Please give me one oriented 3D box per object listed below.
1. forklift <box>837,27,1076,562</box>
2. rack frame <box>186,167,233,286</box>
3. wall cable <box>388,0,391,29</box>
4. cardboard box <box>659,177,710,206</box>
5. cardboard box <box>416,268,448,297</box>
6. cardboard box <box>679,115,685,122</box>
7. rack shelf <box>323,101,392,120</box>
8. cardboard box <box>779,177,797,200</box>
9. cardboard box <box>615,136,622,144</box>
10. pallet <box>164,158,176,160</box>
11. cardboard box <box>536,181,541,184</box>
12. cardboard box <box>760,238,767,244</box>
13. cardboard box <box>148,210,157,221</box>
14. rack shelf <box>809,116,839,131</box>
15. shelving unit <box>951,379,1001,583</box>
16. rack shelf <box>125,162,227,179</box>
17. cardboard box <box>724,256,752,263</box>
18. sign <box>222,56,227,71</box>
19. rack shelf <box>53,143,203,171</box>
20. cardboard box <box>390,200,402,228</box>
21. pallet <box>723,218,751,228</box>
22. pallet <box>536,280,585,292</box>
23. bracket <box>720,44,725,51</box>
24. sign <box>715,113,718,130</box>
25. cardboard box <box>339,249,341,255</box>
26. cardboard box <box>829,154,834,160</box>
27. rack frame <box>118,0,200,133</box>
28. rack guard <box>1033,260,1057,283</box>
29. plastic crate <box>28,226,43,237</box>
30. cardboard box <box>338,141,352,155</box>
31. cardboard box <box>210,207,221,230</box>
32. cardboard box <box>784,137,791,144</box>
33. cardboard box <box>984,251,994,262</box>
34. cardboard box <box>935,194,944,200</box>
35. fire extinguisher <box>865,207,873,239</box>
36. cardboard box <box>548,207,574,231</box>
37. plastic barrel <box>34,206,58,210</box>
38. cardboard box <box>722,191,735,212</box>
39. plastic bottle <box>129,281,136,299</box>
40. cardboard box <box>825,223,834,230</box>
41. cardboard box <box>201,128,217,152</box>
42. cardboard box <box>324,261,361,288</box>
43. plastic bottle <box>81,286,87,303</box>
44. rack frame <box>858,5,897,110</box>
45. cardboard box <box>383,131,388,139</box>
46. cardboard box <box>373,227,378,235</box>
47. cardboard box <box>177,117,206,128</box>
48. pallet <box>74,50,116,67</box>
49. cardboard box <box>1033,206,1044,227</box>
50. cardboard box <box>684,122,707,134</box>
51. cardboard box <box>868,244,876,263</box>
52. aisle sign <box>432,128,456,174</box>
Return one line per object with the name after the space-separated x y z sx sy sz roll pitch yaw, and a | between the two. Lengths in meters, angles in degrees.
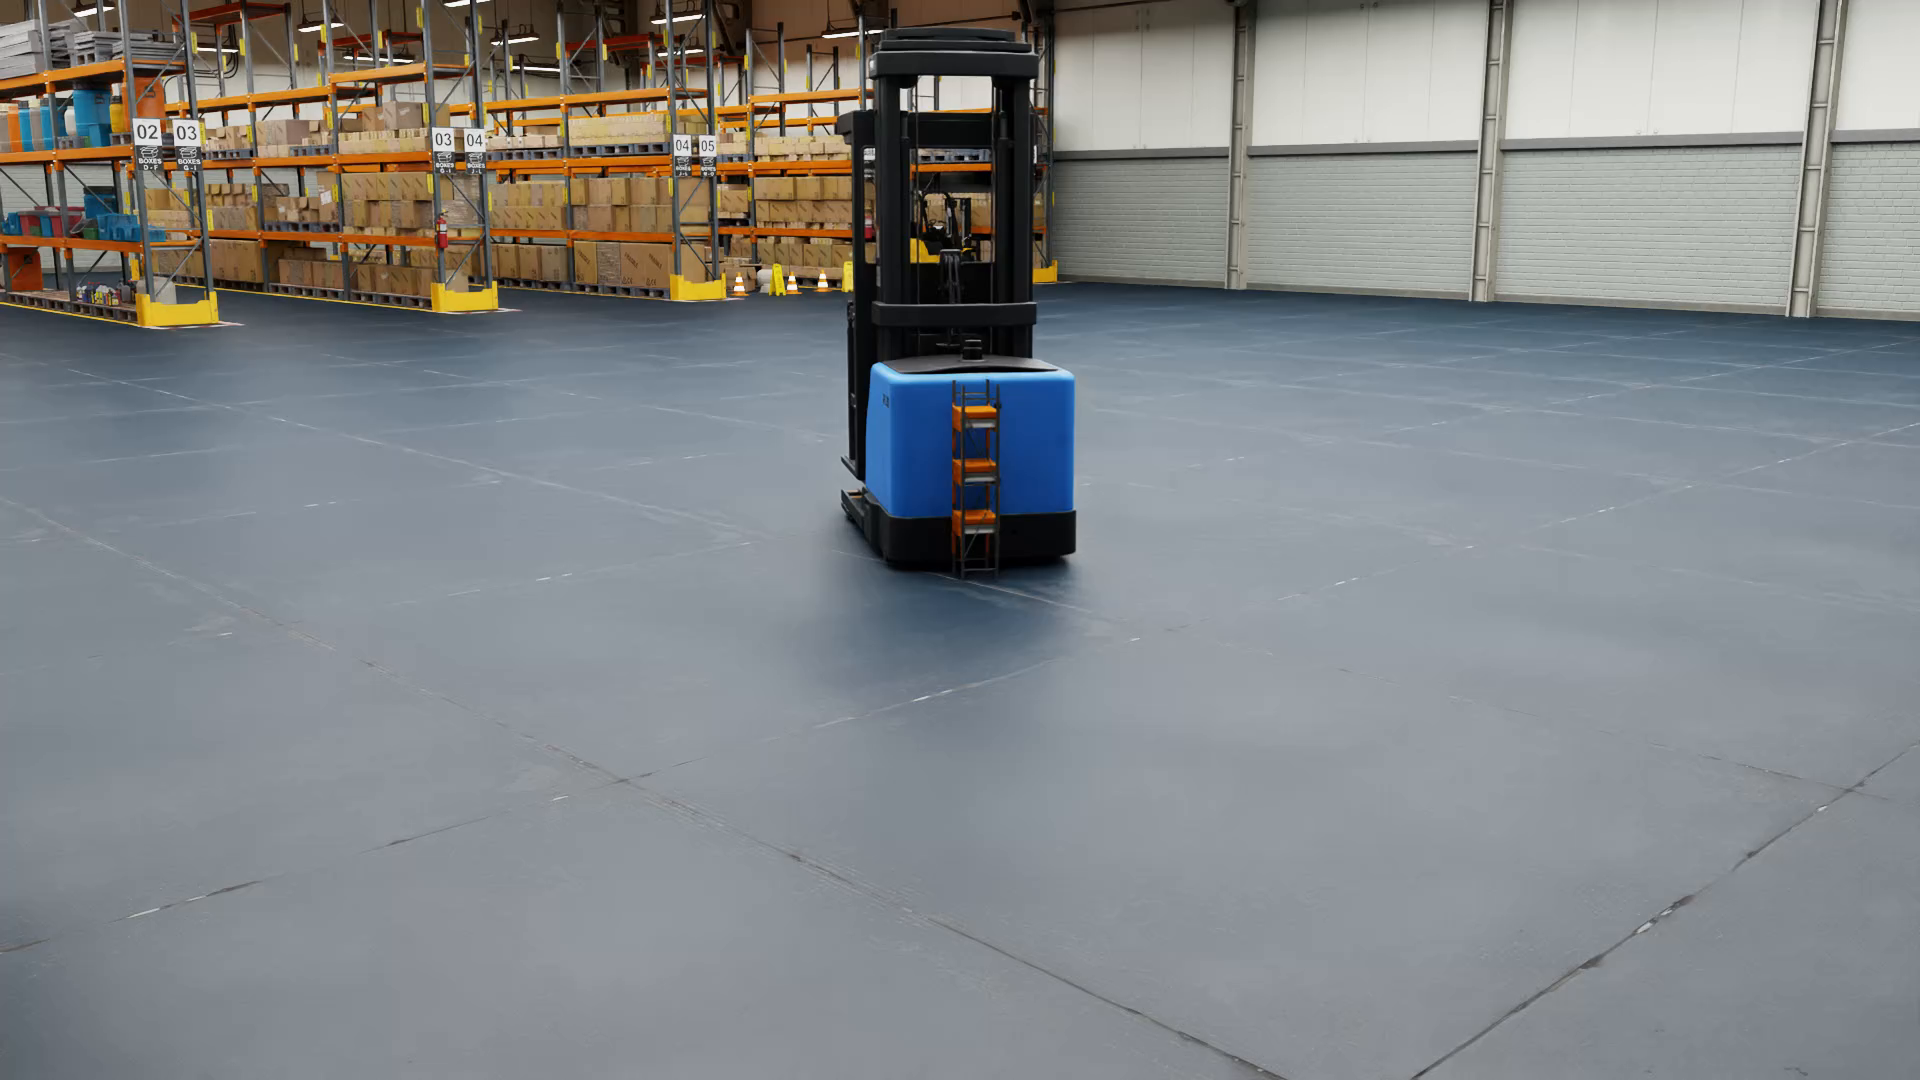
-0.150 -1.564 10.240 1.130 2.935 3.031 -2 12 -11 | forklift
-17.210 -7.387 38.332 1.000 3.000 0.127 -11 16 -43 | rack frame
-18.055 -15.803 49.447 2.355 3.000 0.029 -11 16 -43 | wall cable
-5.494 -6.974 33.279 0.875 0.550 0.550 -11 16 -43 | cardboard box
-9.780 -4.793 30.895 0.500 0.500 0.500 -6 13 -28 | cardboard box
-5.439 -8.433 33.334 0.380 0.149 0.250 -11 16 -42 | cardboard box
-14.934 -10.939 42.499 1.077 0.370 4.000 -11 16 -43 | rack shelf
-3.707 -8.036 38.018 0.700 0.500 0.500 -11 16 -44 | cardboard box
-6.794 -8.137 33.872 0.380 0.149 0.250 -11 16 -42 | cardboard box
-17.768 -8.933 38.625 1.003 0.211 1.213 -11 16 -43 | pallet
-11.503 -9.854 45.973 0.380 0.149 0.250 -11 16 -43 | cardboard box
-5.453 -8.488 47.222 0.380 0.149 0.250 -10 15 -41 | cardboard box
-19.128 -7.786 39.906 0.500 0.250 0.500 11 16 43 | cardboard box
-2.312 -10.974 43.652 1.077 0.370 4.000 -11 16 -43 | rack shelf
0.082 -0.313 8.824 0.215 1.050 0.252 -2 12 -12 | shelving unit
-18.591 -8.795 39.518 1.077 0.370 4.000 -11 16 -43 | rack shelf
-5.381 -6.700 40.467 0.950 0.372 0.625 -10 15 -39 | cardboard box
-16.826 -10.899 38.000 0.100 0.325 0.005 -11 16 -43 | sign
-13.887 -6.354 27.668 1.077 0.370 4.000 -11 16 -43 | rack shelf
-10.029 -6.049 30.856 0.875 0.500 0.500 -11 16 -43 | cardboard box
-4.941 -7.638 40.027 1.003 0.211 1.213 -11 16 -43 | pallet
-8.616 -5.632 36.725 1.003 0.211 1.213 -11 16 -43 | pallet
-6.828 -14.400 48.583 0.235 0.232 0.430 -11 16 -43 | bracket
-4.861 -8.324 33.087 0.100 0.325 0.005 -11 16 -43 | sign
-16.199 -7.624 44.033 0.250 0.149 0.380 11 16 43 | cardboard box
-2.686 -8.497 36.910 0.380 0.149 0.250 -11 16 -42 | cardboard box
-12.506 -7.884 25.876 1.000 3.000 0.127 -11 16 -43 | rack frame
1.848 -6.481 40.129 1.175 0.500 0.348 -11 16 -43 | rack guard
-16.675 -5.640 30.379 0.450 0.188 0.662 -11 16 -43 | plastic crate
-11.560 -7.514 31.885 0.500 0.250 0.500 11 16 43 | cardboard box
-16.380 -7.187 37.116 0.500 0.500 0.500 11 16 44 | cardboard box
-3.790 -9.101 37.863 0.250 0.149 0.380 11 16 43 | cardboard box
0.931 -6.915 40.575 0.500 0.250 0.500 -11 16 -43 | cardboard box
-0.393 -8.604 41.645 0.380 0.149 0.250 -10 16 -41 | cardboard box
-2.010 -6.898 36.149 0.296 0.674 0.183 -11 16 -43 | fire extinguisher
-8.582 -6.984 36.127 0.500 0.500 0.500 -11 16 -43 | cardboard box
-17.491 -6.154 32.011 0.600 0.536 0.708 -11 16 -43 | plastic barrel
-5.347 -8.108 39.808 0.500 0.500 0.500 -11 16 -42 | cardboard box
-14.482 -4.365 29.140 0.185 0.351 0.144 11 16 42 | plastic bottle
-2.785 -7.013 37.142 0.380 0.149 0.250 -11 16 -42 | cardboard box
-16.803 -9.027 37.573 0.700 0.500 0.500 -10 16 -41 | cardboard box
-12.410 -5.375 33.673 0.700 0.500 0.500 -11 16 -43 | cardboard box
-15.122 -4.260 28.812 0.152 0.276 0.135 -10 15 -41 | plastic bottle
-1.756 -9.955 35.929 1.000 3.000 0.127 -11 16 -43 | rack frame
-10.390 -7.461 30.641 0.250 0.149 0.380 11 16 42 | cardboard box
-10.874 -5.844 31.466 0.380 0.149 0.250 -11 16 -43 | cardboard box
-17.855 -9.665 38.561 0.500 0.250 0.500 10 16 41 | cardboard box
-13.832 -7.884 27.339 1.003 0.211 1.213 -11 16 -43 | pallet
1.690 -7.869 40.423 0.500 0.500 0.500 -10 15 -41 | cardboard box
-5.414 -8.214 33.260 0.500 0.250 0.500 -11 16 -43 | cardboard box
-2.130 -6.402 37.468 0.500 0.500 0.500 11 16 43 | cardboard box
-9.098 -6.858 29.322 0.394 0.787 0.004 -11 16 -43 | aisle sign
